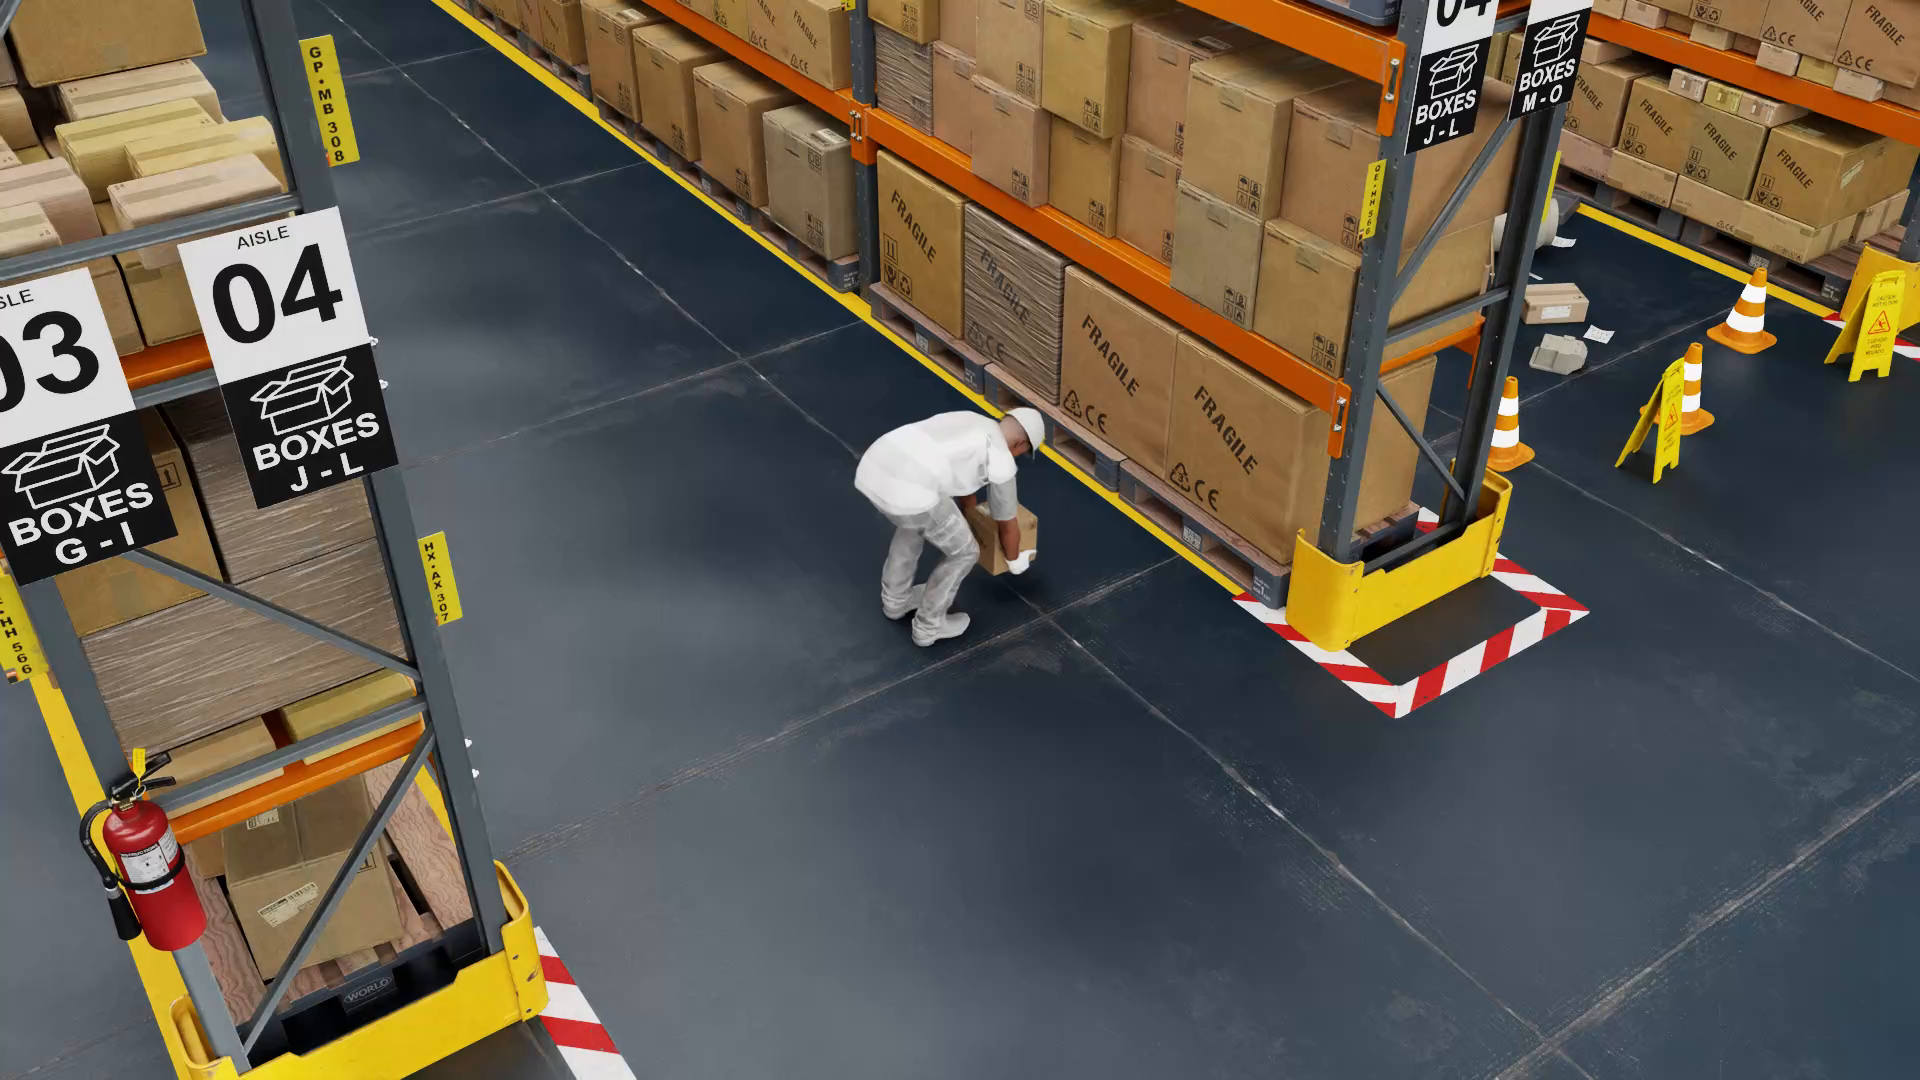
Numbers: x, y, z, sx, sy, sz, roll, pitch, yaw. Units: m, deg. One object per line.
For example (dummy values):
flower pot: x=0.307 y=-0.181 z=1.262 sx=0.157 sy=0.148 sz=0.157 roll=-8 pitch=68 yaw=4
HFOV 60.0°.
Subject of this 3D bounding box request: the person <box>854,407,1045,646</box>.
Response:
person: x=-0.012 y=-0.124 z=7.765 sx=0.991 sy=1.062 sz=0.511 roll=-24 pitch=43 yaw=-30
